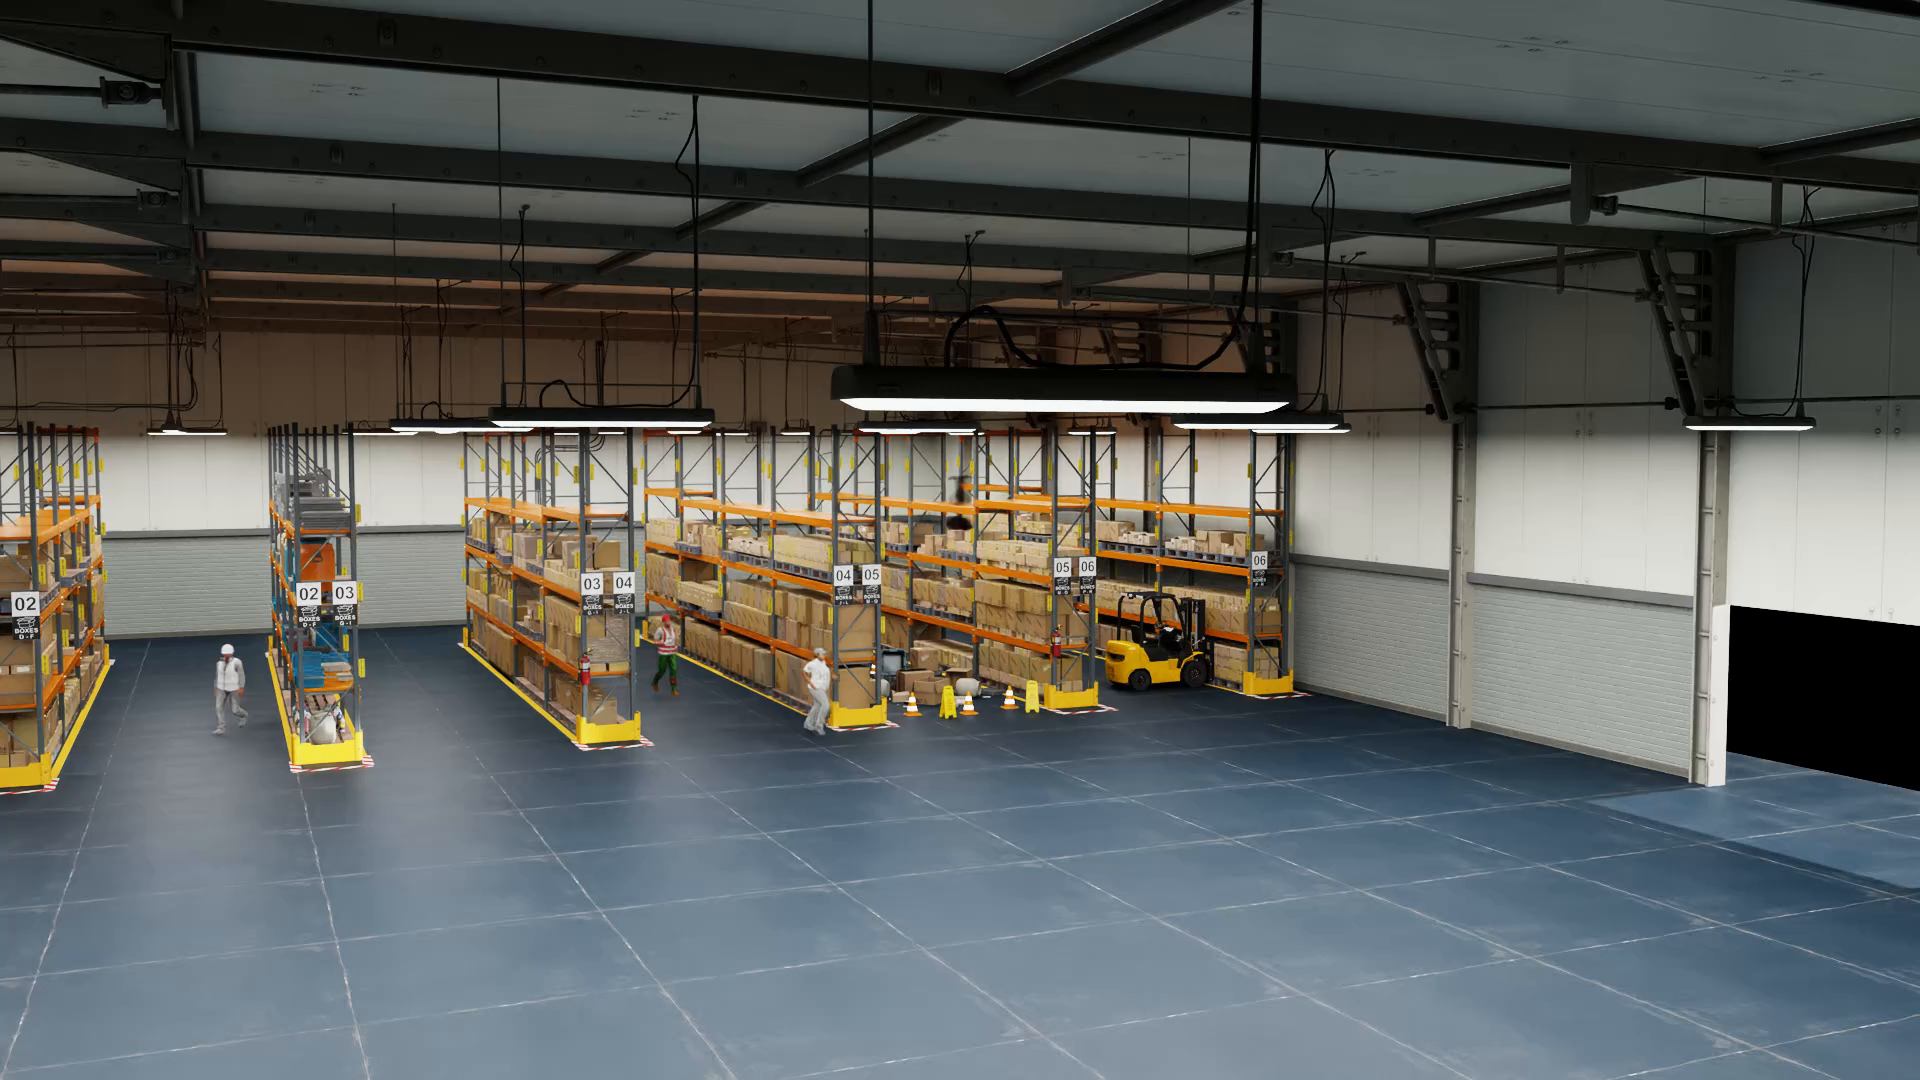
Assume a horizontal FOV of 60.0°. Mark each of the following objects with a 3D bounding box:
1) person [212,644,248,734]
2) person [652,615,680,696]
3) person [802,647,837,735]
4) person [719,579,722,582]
[{"bbox_3d":[-14.164,2.869,32.274,0.623,1.734,0.796,0,3,5],"label":"person"},{"bbox_3d":[-6.530,2.542,36.927,0.670,1.782,0.961,-3,5,-42],"label":"person"},{"bbox_3d":[-2.731,2.937,32.266,0.721,1.711,0.581,1,4,20],"label":"person"},{"bbox_3d":[-7.162,1.830,49.726,0.909,1.697,0.553,-2,4,-32],"label":"person"}]
